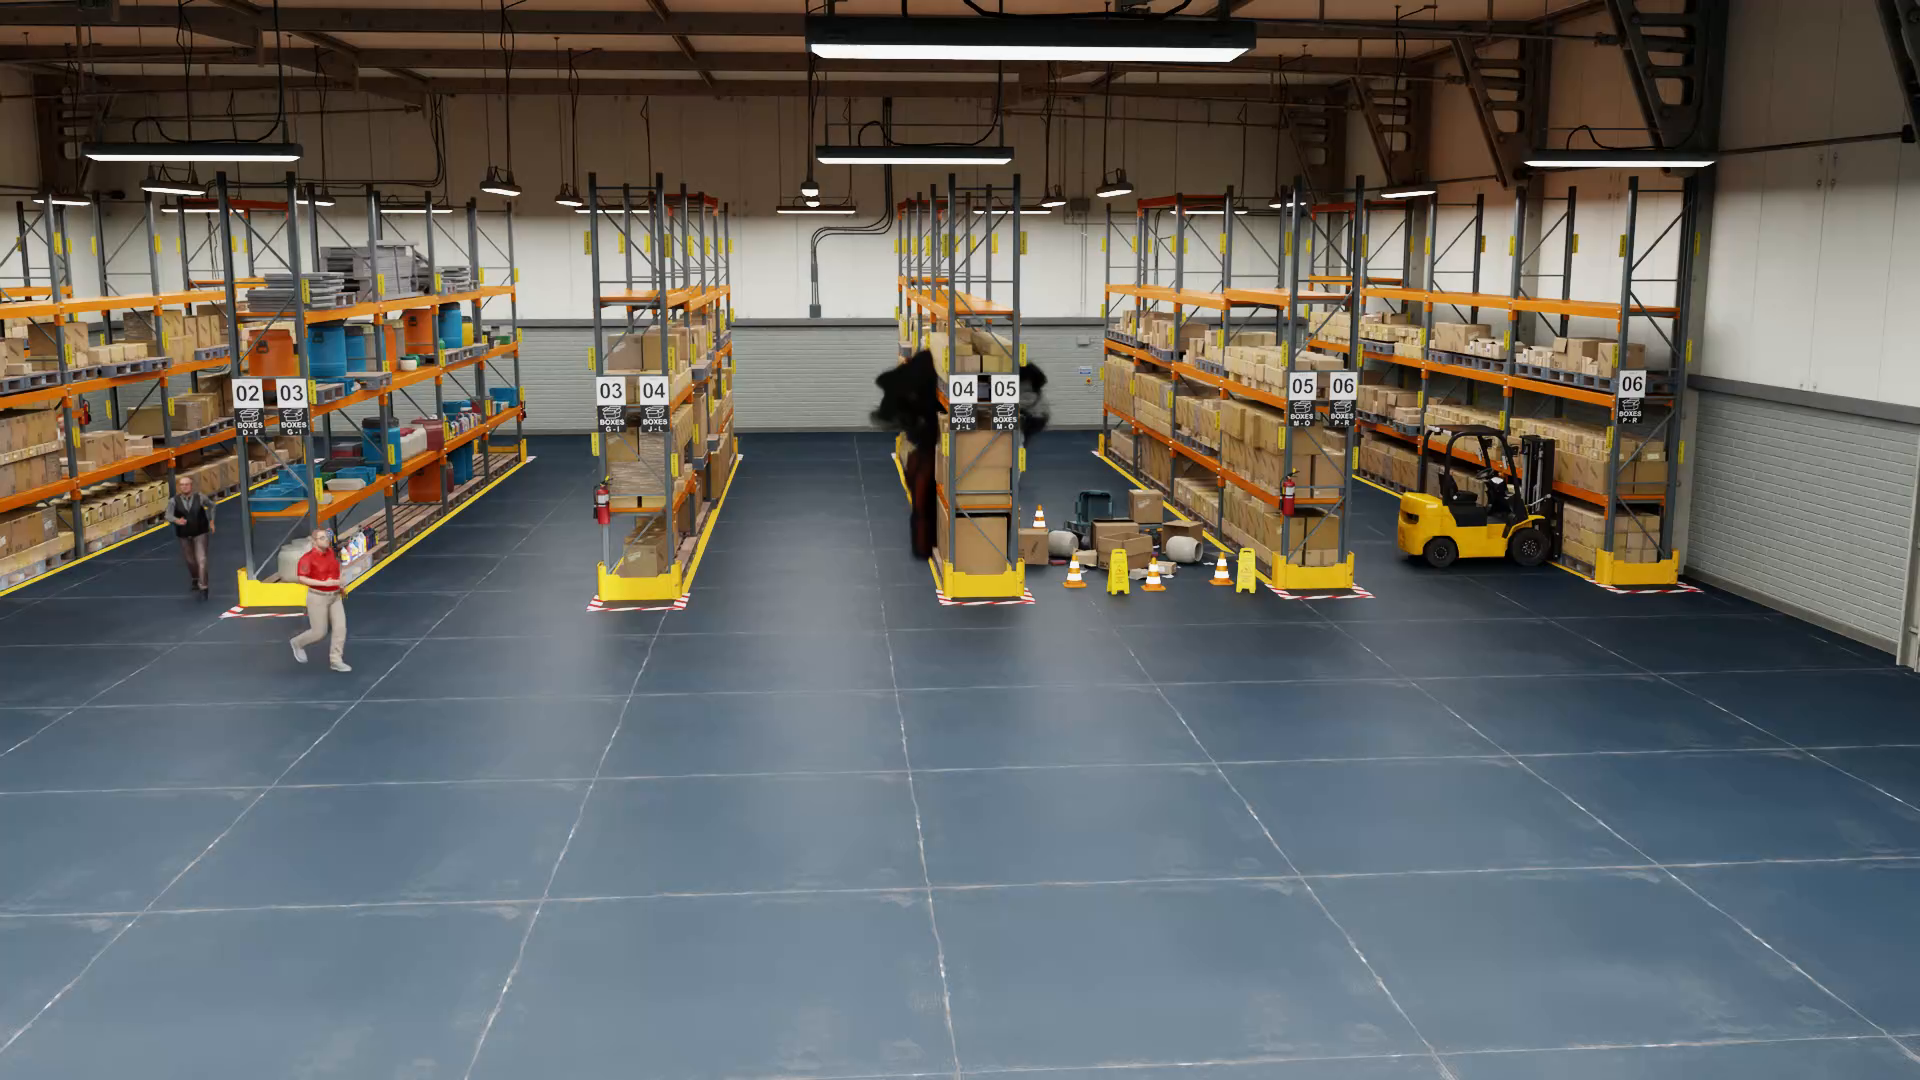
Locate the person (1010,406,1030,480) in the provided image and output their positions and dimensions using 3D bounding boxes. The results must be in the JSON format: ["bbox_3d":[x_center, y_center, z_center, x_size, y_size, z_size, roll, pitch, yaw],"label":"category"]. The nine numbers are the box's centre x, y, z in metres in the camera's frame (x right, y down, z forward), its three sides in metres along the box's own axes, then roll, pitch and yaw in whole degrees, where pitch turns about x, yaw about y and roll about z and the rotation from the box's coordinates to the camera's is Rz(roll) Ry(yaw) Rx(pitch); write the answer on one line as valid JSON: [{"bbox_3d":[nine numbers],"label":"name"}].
[{"bbox_3d":[1.156,-2.101,35.561,0.661,1.735,0.642,-2,10,-9],"label":"person"}]

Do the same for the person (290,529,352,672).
[{"bbox_3d":[-7.605,0.710,19.779,0.820,1.690,0.666,4,11,23],"label":"person"}]

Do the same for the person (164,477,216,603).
[{"bbox_3d":[-11.041,-0.031,23.901,0.657,1.770,0.853,-3,10,-16],"label":"person"}]

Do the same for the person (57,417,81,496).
[{"bbox_3d":[-17.174,-1.477,31.953,0.732,1.791,0.925,-3,10,-15],"label":"person"}]
